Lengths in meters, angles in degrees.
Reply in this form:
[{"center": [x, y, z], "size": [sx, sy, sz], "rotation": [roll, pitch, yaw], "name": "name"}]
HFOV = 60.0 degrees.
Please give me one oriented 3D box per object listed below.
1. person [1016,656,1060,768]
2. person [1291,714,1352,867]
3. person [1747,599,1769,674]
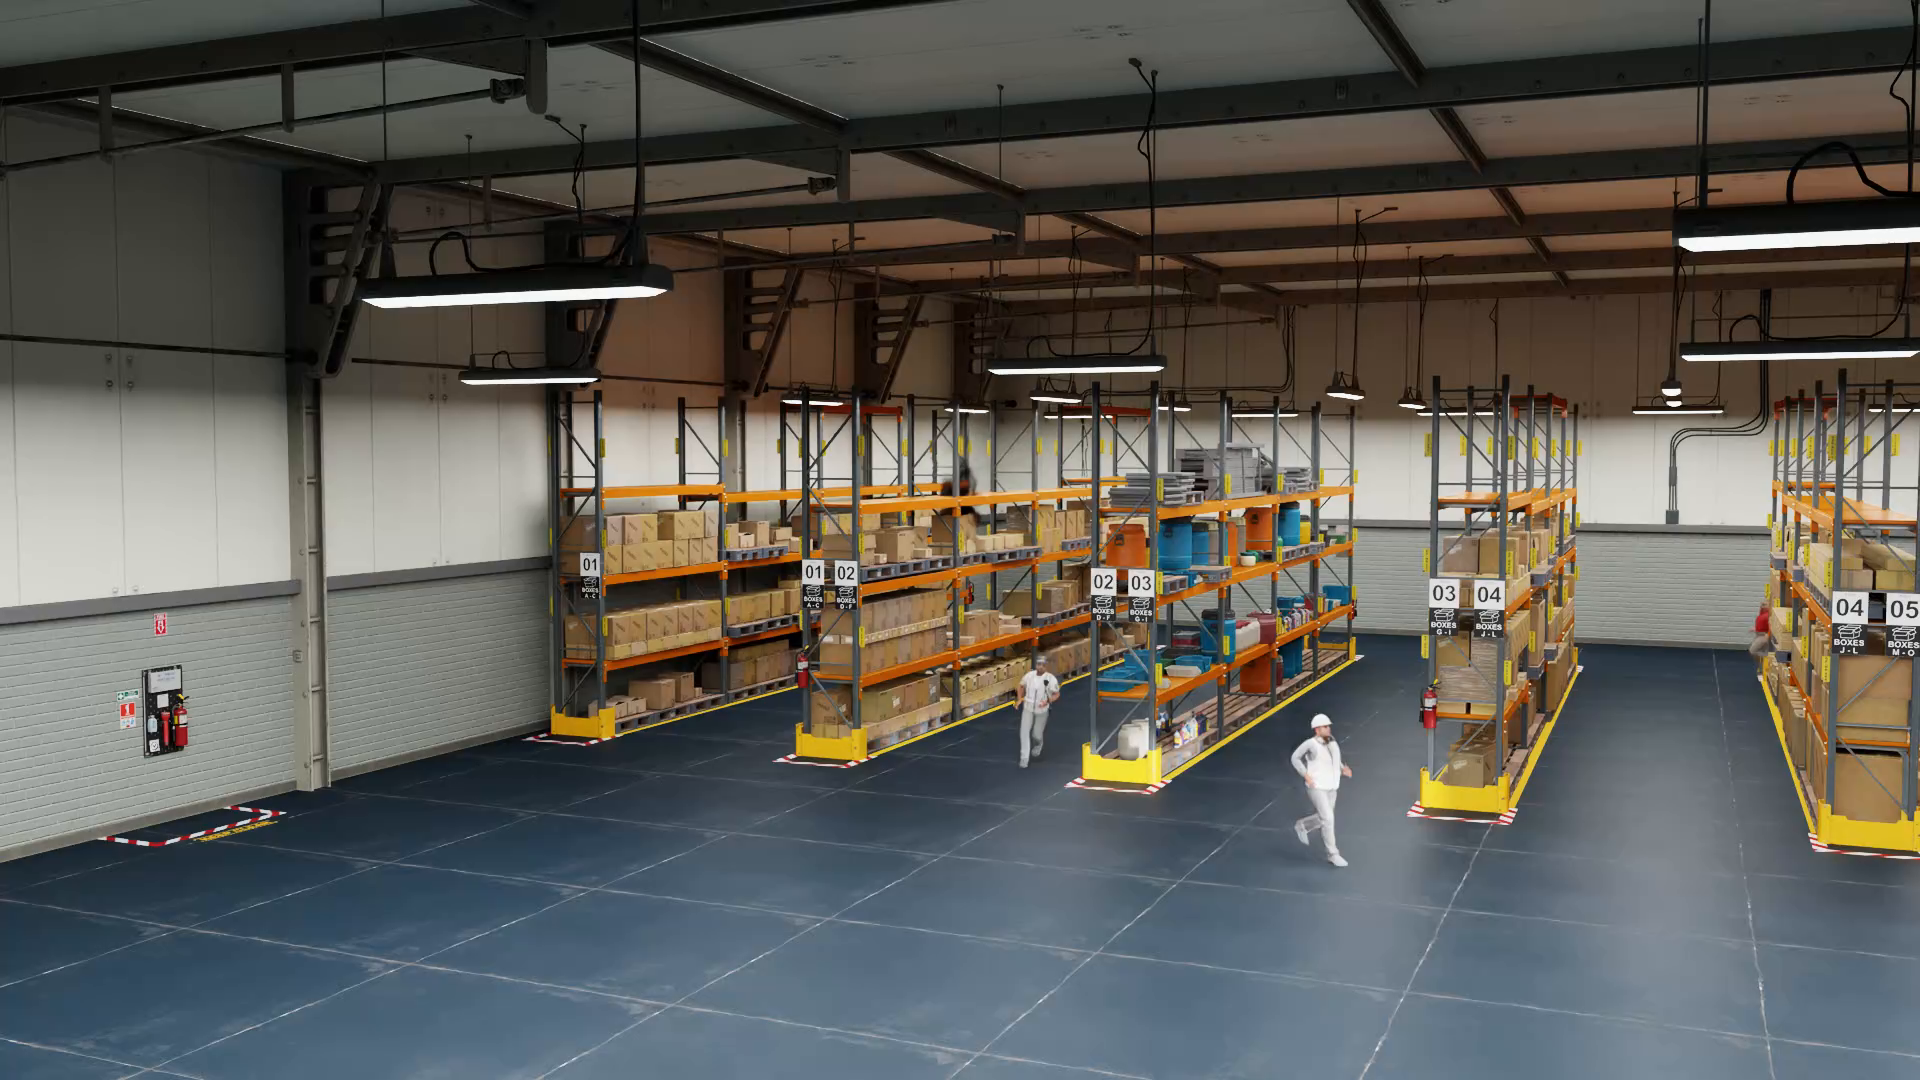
[{"center": [1.238, 2.699, 26.356], "size": [0.704, 1.776, 0.822], "rotation": [1, 3, 14], "name": "person"}, {"center": [4.382, 3.005, 20.219], "size": [0.663, 1.778, 0.928], "rotation": [-2, 4, -35], "name": "person"}, {"center": [17.724, 2.142, 36.713], "size": [0.587, 1.680, 0.725], "rotation": [0, 3, 4], "name": "person"}]
